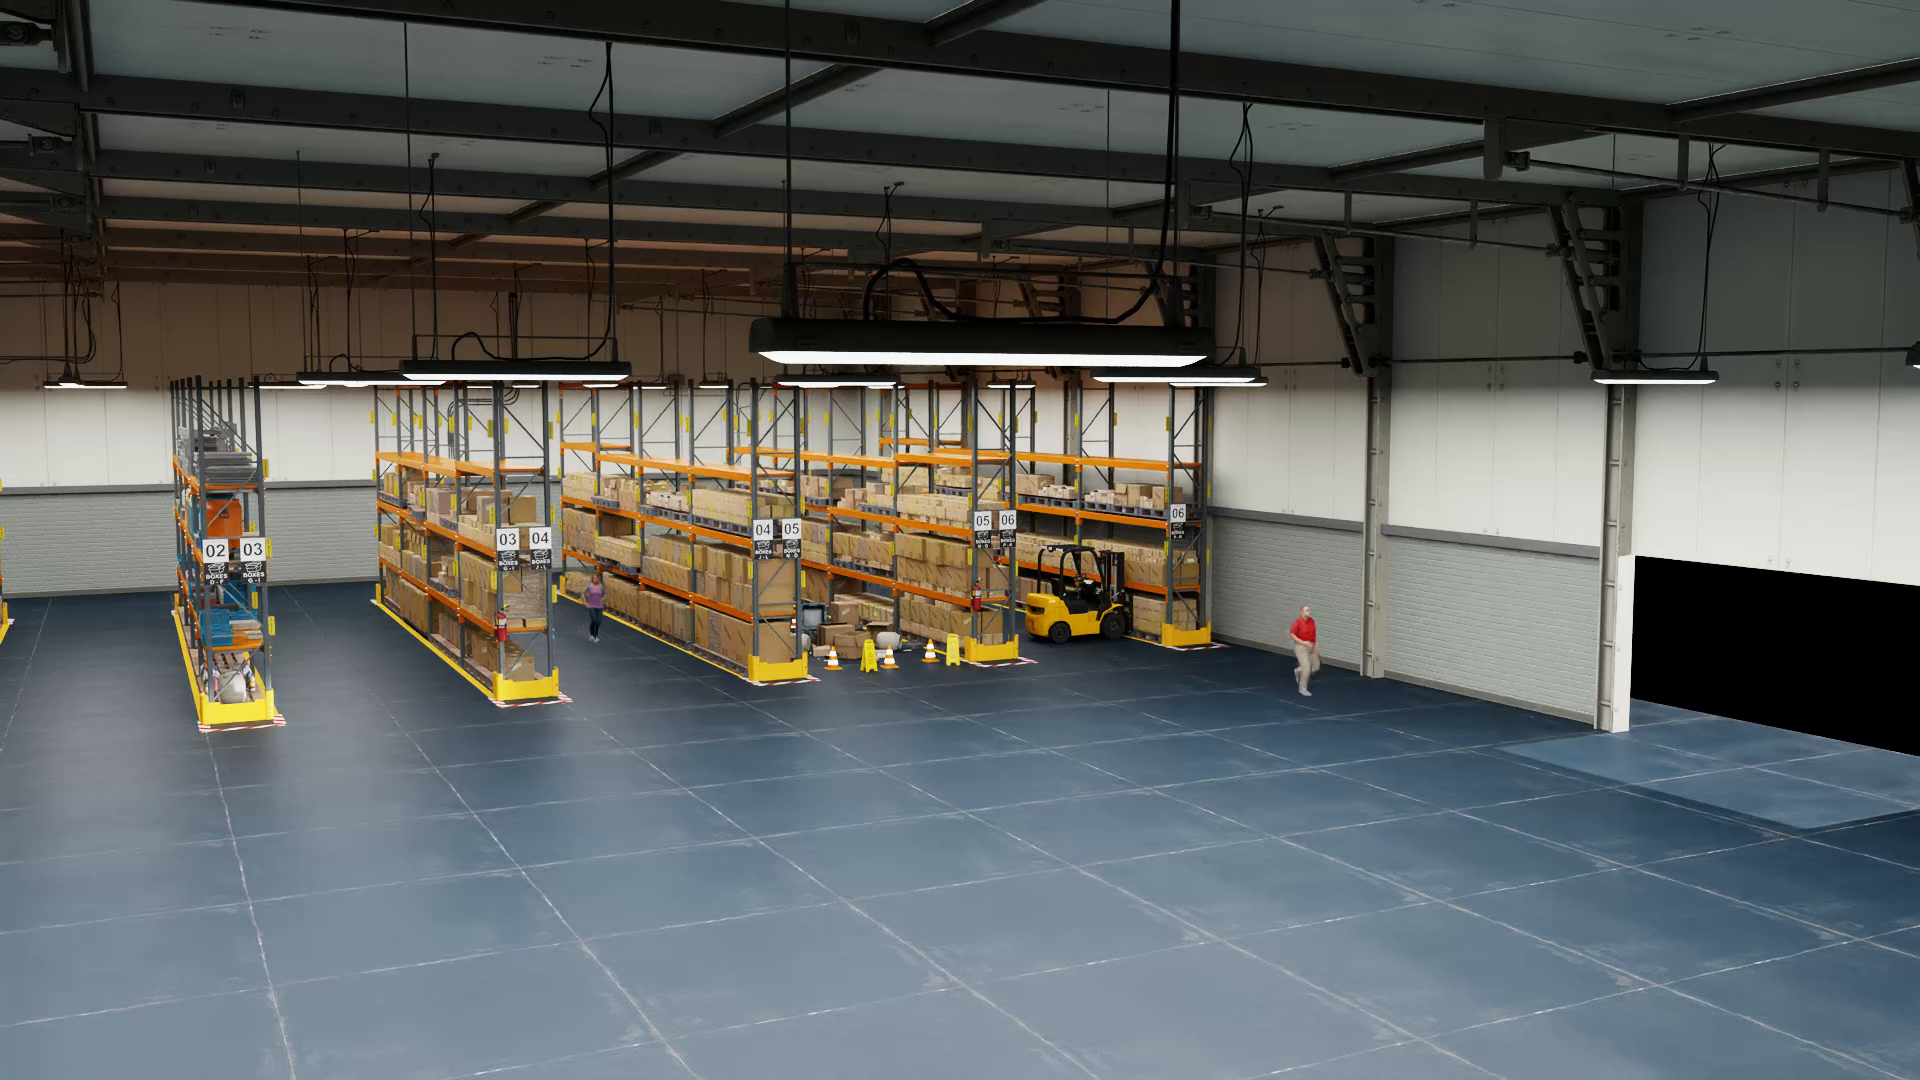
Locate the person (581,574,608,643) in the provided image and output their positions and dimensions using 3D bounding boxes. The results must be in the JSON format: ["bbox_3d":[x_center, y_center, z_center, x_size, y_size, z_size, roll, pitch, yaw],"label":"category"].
[{"bbox_3d":[-8.304,1.555,37.916,0.593,1.577,0.557,-2,6,-25],"label":"person"}]

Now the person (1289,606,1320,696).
[{"bbox_3d":[6.549,2.091,31.569,0.697,1.687,0.601,-4,6,-37],"label":"person"}]

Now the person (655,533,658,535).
[{"bbox_3d":[-8.402,0.707,46.342,0.694,1.788,0.966,-3,6,-32],"label":"person"}]
